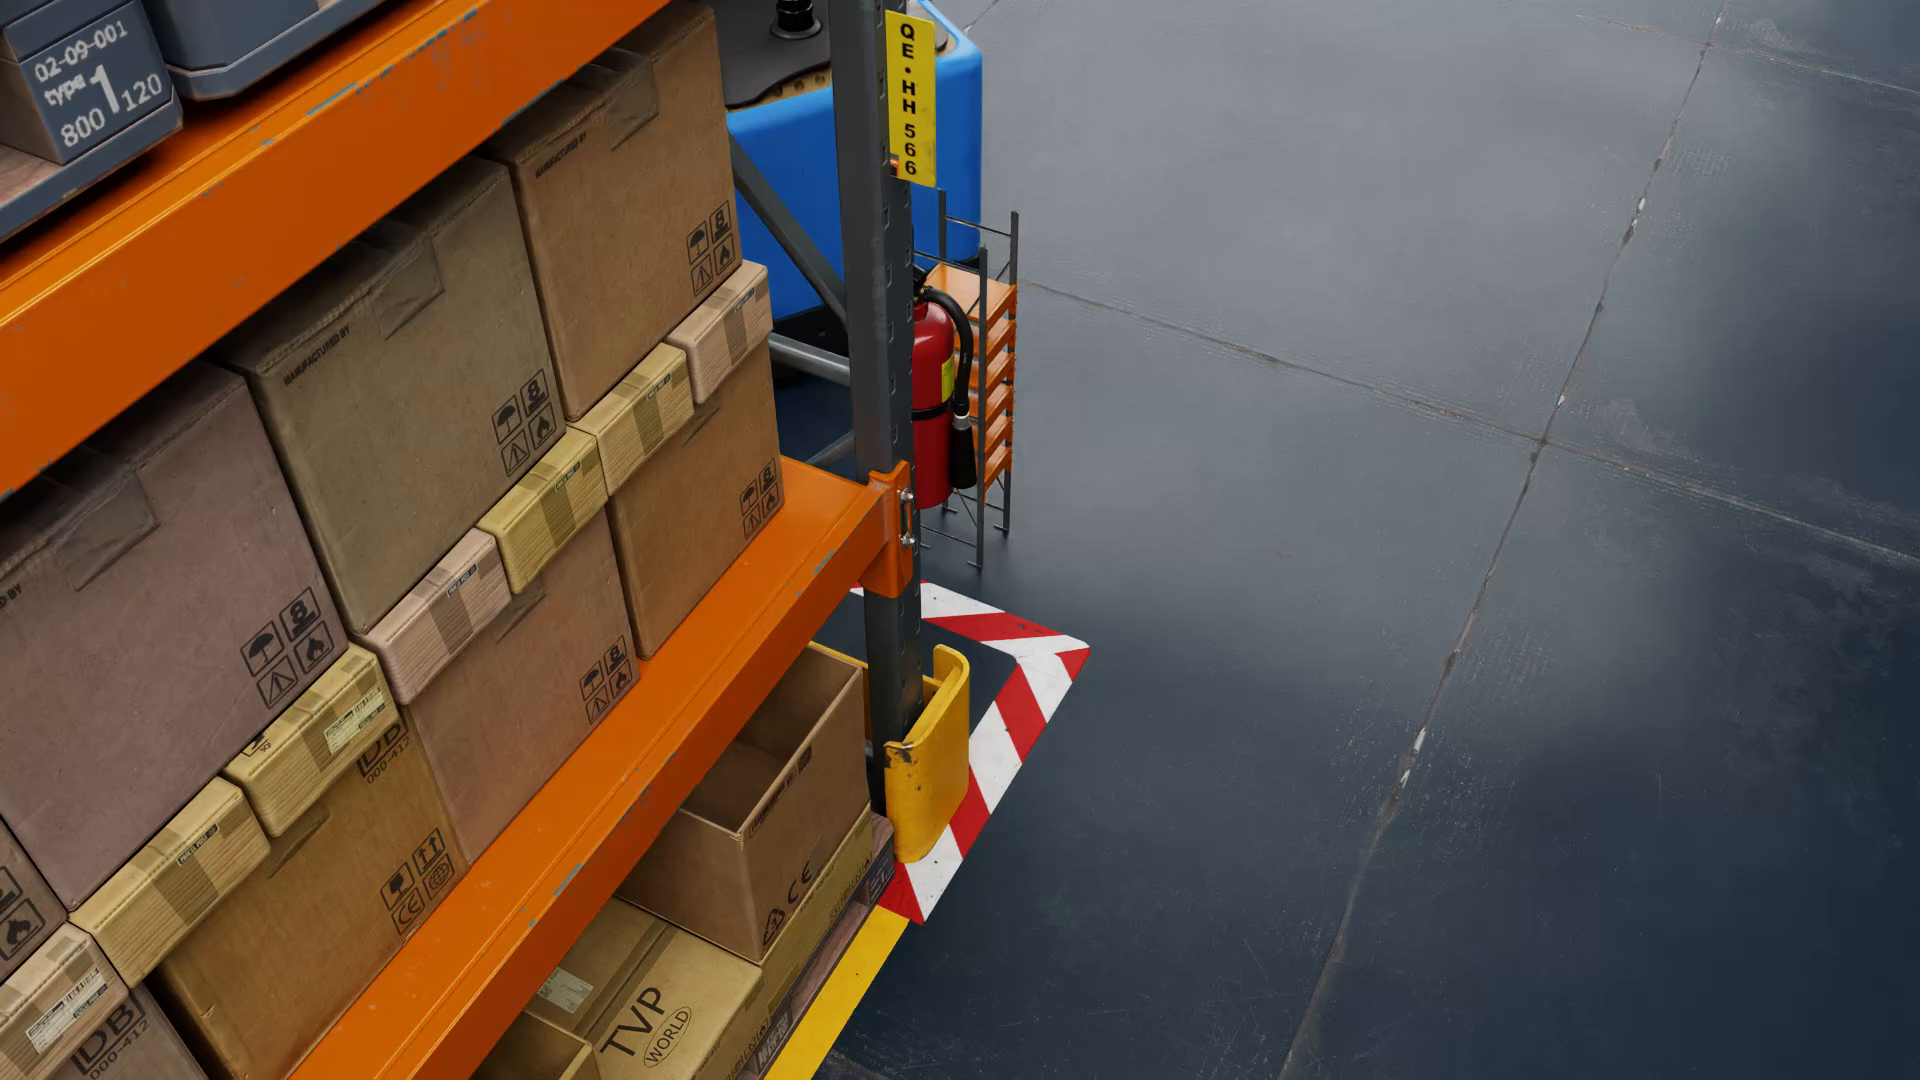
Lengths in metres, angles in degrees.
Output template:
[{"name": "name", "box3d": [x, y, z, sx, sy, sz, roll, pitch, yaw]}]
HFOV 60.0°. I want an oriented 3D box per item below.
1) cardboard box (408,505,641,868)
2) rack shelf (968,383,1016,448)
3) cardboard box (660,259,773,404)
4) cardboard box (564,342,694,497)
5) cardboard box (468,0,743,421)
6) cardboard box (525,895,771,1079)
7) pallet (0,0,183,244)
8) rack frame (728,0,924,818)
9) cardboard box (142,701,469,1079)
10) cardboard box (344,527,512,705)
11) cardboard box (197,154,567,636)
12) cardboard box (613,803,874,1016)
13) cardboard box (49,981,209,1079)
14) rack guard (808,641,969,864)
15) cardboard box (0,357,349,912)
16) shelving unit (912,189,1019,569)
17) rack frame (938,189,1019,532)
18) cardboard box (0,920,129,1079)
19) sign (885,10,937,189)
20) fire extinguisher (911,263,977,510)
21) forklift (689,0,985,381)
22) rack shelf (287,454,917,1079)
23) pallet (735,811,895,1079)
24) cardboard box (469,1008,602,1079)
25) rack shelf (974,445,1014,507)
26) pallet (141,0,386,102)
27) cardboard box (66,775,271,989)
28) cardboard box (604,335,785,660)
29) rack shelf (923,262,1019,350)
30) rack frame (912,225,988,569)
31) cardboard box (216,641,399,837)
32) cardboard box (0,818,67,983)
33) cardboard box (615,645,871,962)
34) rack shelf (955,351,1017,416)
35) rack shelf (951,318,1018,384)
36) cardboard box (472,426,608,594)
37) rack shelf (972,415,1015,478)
[{"name": "cardboard box", "box3d": [-1.029, 0.120, 2.952, 0.700, 0.500, 0.500, 22, 49, 20]}, {"name": "rack shelf", "box3d": [0.007, -0.400, 4.864, 0.258, 0.103, 0.180, 20, 49, 19]}, {"name": "cardboard box", "box3d": [-0.571, -0.427, 3.036, 0.380, 0.149, 0.250, 20, 49, 18]}, {"name": "cardboard box", "box3d": [-0.691, -0.261, 2.873, 0.380, 0.149, 0.250, 22, 49, 20]}, {"name": "cardboard box", "box3d": [-0.815, -0.635, 2.786, 0.700, 0.500, 0.500, 21, 49, 19]}, {"name": "cardboard box", "box3d": [-0.771, 1.106, 3.686, 0.500, 0.250, 0.500, 20, 49, 19]}, {"name": "pallet", "box3d": [-1.478, -0.282, 1.373, 1.003, 0.211, 1.213, 20, 49, 19]}, {"name": "rack frame", "box3d": [-0.562, -0.467, 3.603, 1.000, 3.000, 0.127, 20, 49, 19]}, {"name": "cardboard box", "box3d": [-1.265, 0.431, 2.645, 0.700, 0.500, 0.500, 21, 49, 19]}, {"name": "cardboard box", "box3d": [-0.928, 0.058, 2.558, 0.380, 0.149, 0.250, 21, 49, 20]}, {"name": "cardboard box", "box3d": [-1.054, -0.302, 2.457, 0.700, 0.500, 0.500, 19, 48, 18]}, {"name": "cardboard box", "box3d": [-0.549, 0.787, 4.001, 0.500, 0.250, 0.500, 20, 49, 19]}, {"name": "cardboard box", "box3d": [-1.506, 0.764, 2.316, 0.700, 0.500, 0.500, 22, 49, 20]}, {"name": "rack guard", "box3d": [-0.551, 0.396, 4.507, 1.175, 0.500, 0.348, 20, 49, 19]}, {"name": "cardboard box", "box3d": [-1.287, 0.016, 2.143, 0.700, 0.500, 0.500, 21, 49, 19]}, {"name": "shelving unit", "box3d": [0.007, -0.431, 4.832, 0.258, 1.200, 0.189, 20, 49, 19]}, {"name": "rack frame", "box3d": [0.049, -0.489, 4.889, 0.240, 1.200, 0.006, 20, 49, 19]}, {"name": "cardboard box", "box3d": [-1.289, 0.551, 2.070, 0.380, 0.149, 0.250, 20, 49, 19]}, {"name": "sign", "box3d": [-0.088, -0.769, 2.921, 0.100, 0.325, 0.005, 20, 49, 19]}, {"name": "fire extinguisher", "box3d": [-0.096, -0.361, 3.552, 0.296, 0.674, 0.183, 20, 49, 19]}, {"name": "forklift", "box3d": [-1.051, -2.589, 5.748, 1.130, 2.935, 3.031, -21, 49, -19]}, {"name": "rack shelf", "box3d": [-1.490, 1.046, 2.613, 1.077, 0.370, 4.000, 20, 49, 19]}, {"name": "pallet", "box3d": [-0.880, 1.009, 4.105, 1.003, 0.211, 1.213, 20, 49, 19]}, {"name": "cardboard box", "box3d": [-0.998, 1.159, 3.106, 0.500, 0.500, 0.500, 20, 49, 19]}, {"name": "rack shelf", "box3d": [0.007, -0.231, 5.035, 0.258, 0.103, 0.180, 20, 49, 19]}, {"name": "pallet", "box3d": [-0.913, -1.054, 2.135, 1.003, 0.211, 1.213, 20, 49, 19]}, {"name": "cardboard box", "box3d": [-1.170, 0.390, 2.230, 0.380, 0.149, 0.250, 22, 49, 20]}, {"name": "cardboard box", "box3d": [-0.790, -0.212, 3.281, 0.700, 0.500, 0.500, 20, 49, 19]}, {"name": "rack shelf", "box3d": [0.007, -0.653, 4.608, 0.258, 0.103, 0.180, 20, 49, 19]}, {"name": "rack frame", "box3d": [-0.036, -0.373, 4.775, 0.240, 1.200, 0.006, 20, 49, 19]}, {"name": "cardboard box", "box3d": [-1.050, 0.223, 2.394, 0.380, 0.149, 0.250, 22, 49, 20]}, {"name": "cardboard box", "box3d": [-1.520, 0.331, 1.831, 0.700, 0.500, 0.500, 20, 49, 19]}, {"name": "cardboard box", "box3d": [-0.547, 0.524, 3.734, 0.500, 0.500, 0.500, 20, 49, 19]}, {"name": "rack shelf", "box3d": [0.007, -0.484, 4.779, 0.258, 0.103, 0.180, 20, 49, 19]}, {"name": "rack shelf", "box3d": [0.007, -0.568, 4.693, 0.258, 0.103, 0.180, 20, 49, 19]}, {"name": "cardboard box", "box3d": [-0.809, -0.100, 2.714, 0.380, 0.149, 0.250, 20, 49, 18]}, {"name": "rack shelf", "box3d": [0.007, -0.315, 4.949, 0.258, 0.103, 0.180, 20, 49, 19]}]
